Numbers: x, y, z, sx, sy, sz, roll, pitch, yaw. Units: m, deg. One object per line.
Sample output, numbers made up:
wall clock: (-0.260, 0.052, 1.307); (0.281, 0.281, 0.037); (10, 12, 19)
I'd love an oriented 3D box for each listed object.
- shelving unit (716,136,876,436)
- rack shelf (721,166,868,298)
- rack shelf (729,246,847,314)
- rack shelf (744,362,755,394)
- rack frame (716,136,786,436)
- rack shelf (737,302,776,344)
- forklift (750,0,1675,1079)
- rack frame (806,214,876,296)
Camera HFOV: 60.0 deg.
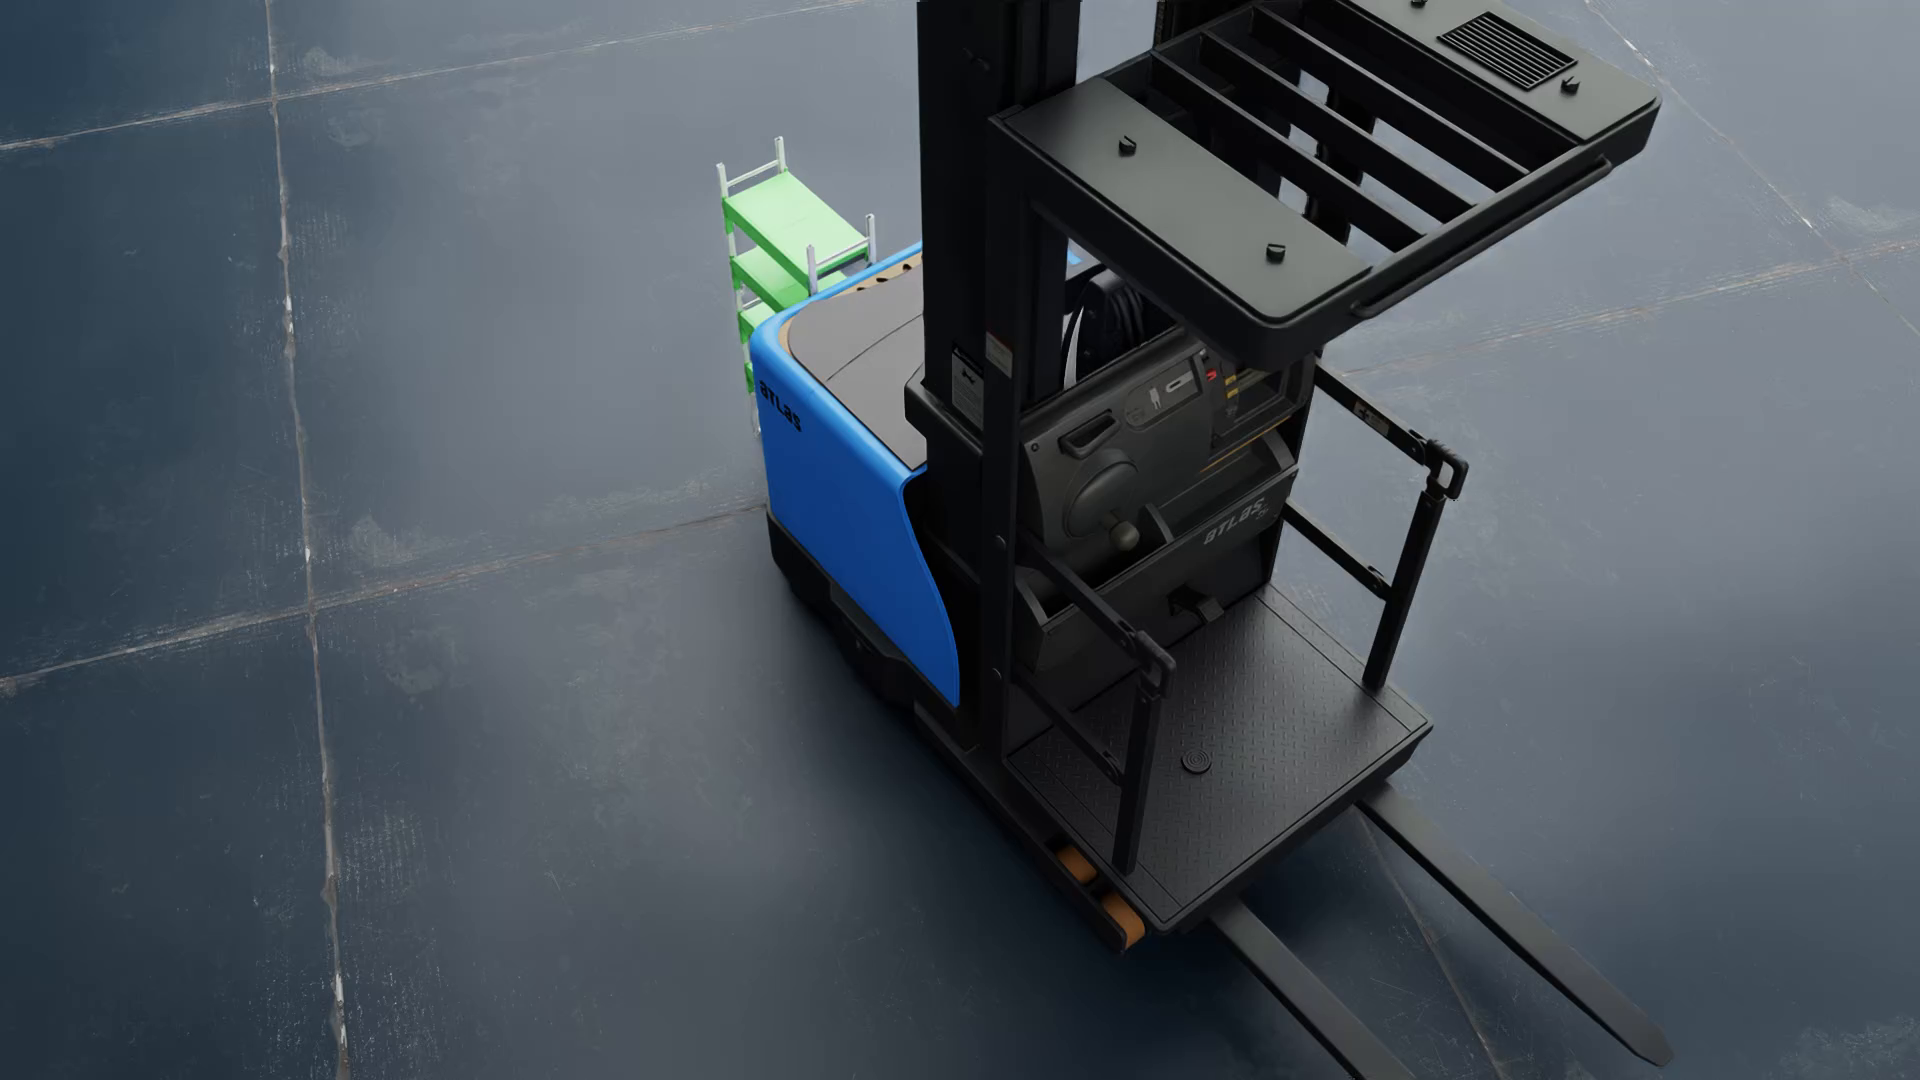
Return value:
shelving unit: (-0.507, -0.682, 5.540); (0.258, 1.200, 0.503); (-31, 56, -23)
rack shelf: (-0.507, -0.950, 5.222); (0.258, 0.148, 0.480); (-31, 56, -23)
rack shelf: (-0.507, -0.795, 5.405); (0.258, 0.148, 0.480); (-31, 56, -23)
rack shelf: (-0.507, -0.486, 5.772); (0.258, 0.148, 0.480); (-31, 56, -23)
rack frame: (-0.658, -0.829, 5.664); (0.240, 1.200, 0.015); (-31, 56, -23)
rack shelf: (-0.507, -0.641, 5.589); (0.258, 0.148, 0.480); (-31, 56, -23)
forklift: (0.668, -0.215, 4.014); (1.130, 2.935, 3.031); (-31, 56, -23)
rack frame: (-0.357, -0.535, 5.416); (0.240, 1.200, 0.015); (-31, 56, -23)
